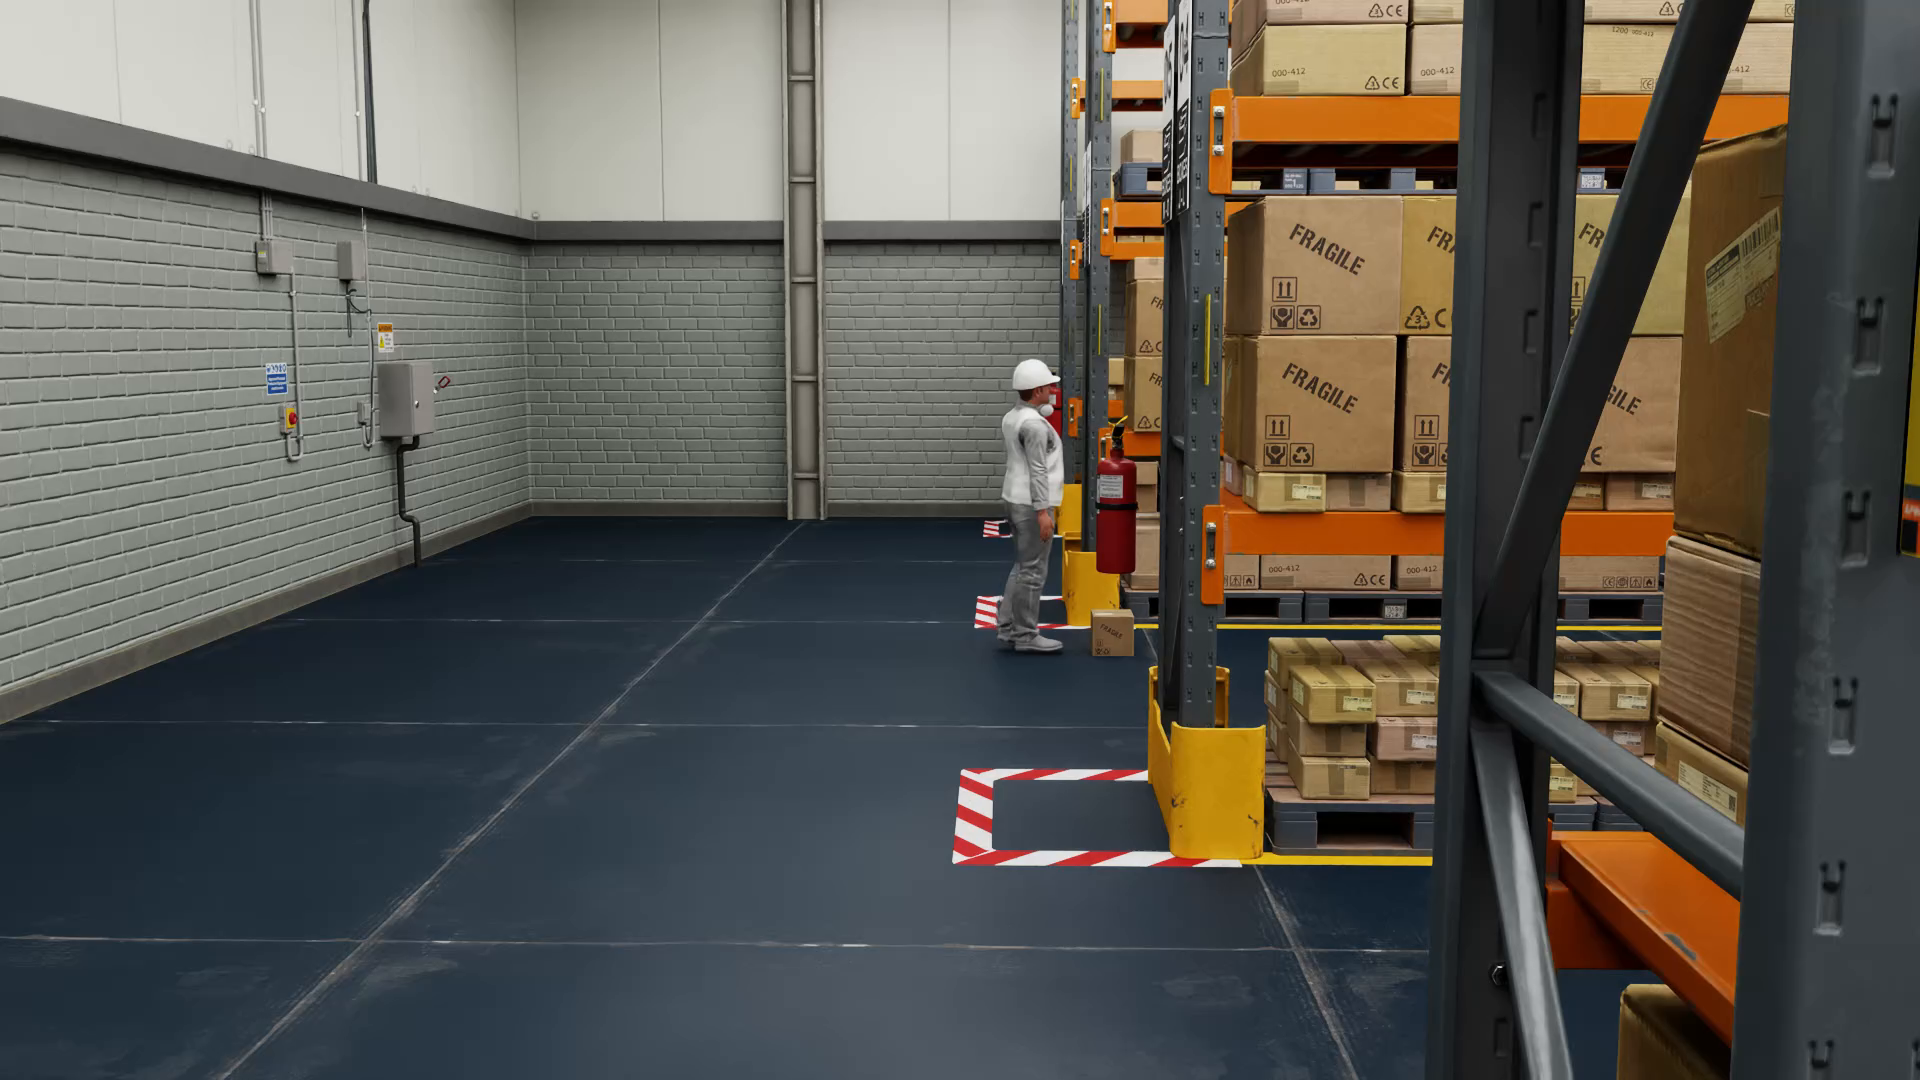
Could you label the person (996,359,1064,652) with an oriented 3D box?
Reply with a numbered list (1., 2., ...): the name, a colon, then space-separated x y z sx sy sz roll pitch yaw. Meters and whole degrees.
1. person: 0.438 -0.193 10.139 0.378 1.810 0.582 -1 7 -10
